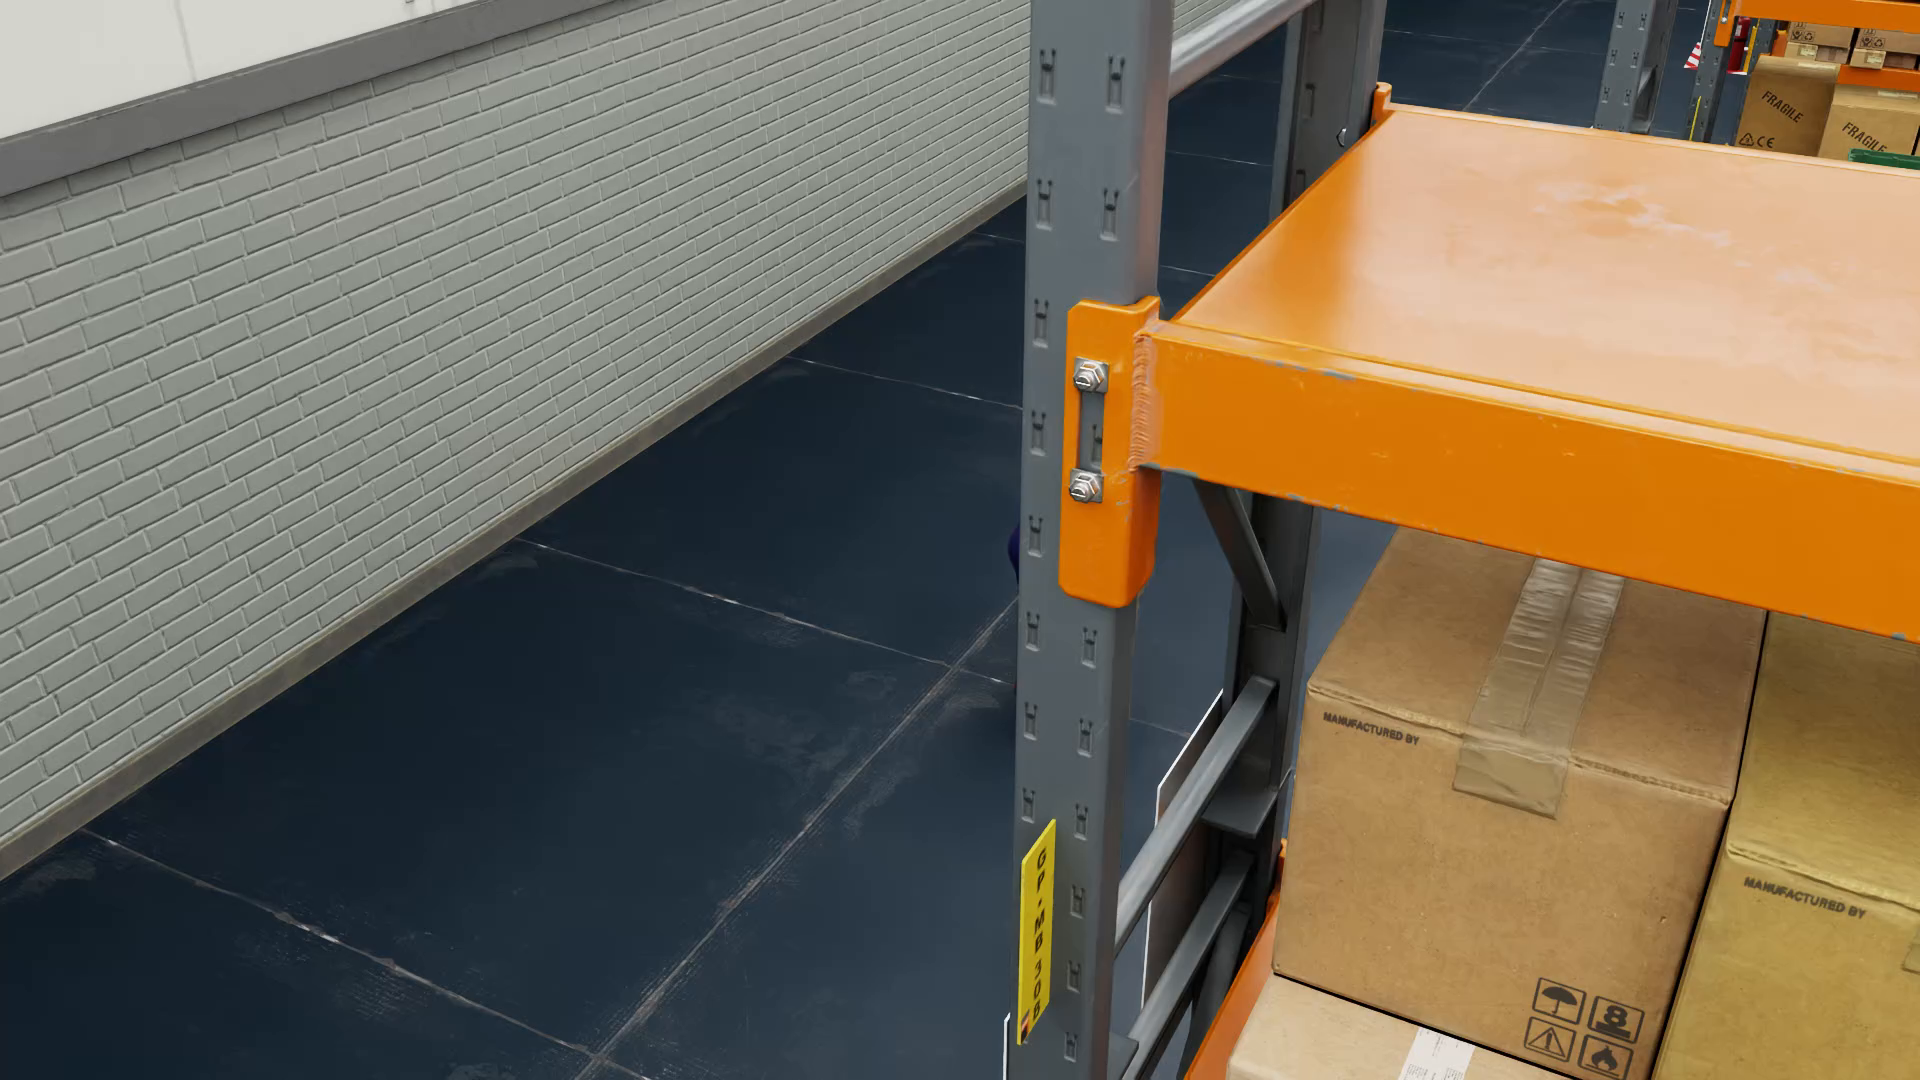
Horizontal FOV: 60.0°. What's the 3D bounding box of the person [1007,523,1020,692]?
[{"bbox_3d":[0.528,0.047,8.229,0.528,1.647,0.435,14,33,22],"label":"person"}]
